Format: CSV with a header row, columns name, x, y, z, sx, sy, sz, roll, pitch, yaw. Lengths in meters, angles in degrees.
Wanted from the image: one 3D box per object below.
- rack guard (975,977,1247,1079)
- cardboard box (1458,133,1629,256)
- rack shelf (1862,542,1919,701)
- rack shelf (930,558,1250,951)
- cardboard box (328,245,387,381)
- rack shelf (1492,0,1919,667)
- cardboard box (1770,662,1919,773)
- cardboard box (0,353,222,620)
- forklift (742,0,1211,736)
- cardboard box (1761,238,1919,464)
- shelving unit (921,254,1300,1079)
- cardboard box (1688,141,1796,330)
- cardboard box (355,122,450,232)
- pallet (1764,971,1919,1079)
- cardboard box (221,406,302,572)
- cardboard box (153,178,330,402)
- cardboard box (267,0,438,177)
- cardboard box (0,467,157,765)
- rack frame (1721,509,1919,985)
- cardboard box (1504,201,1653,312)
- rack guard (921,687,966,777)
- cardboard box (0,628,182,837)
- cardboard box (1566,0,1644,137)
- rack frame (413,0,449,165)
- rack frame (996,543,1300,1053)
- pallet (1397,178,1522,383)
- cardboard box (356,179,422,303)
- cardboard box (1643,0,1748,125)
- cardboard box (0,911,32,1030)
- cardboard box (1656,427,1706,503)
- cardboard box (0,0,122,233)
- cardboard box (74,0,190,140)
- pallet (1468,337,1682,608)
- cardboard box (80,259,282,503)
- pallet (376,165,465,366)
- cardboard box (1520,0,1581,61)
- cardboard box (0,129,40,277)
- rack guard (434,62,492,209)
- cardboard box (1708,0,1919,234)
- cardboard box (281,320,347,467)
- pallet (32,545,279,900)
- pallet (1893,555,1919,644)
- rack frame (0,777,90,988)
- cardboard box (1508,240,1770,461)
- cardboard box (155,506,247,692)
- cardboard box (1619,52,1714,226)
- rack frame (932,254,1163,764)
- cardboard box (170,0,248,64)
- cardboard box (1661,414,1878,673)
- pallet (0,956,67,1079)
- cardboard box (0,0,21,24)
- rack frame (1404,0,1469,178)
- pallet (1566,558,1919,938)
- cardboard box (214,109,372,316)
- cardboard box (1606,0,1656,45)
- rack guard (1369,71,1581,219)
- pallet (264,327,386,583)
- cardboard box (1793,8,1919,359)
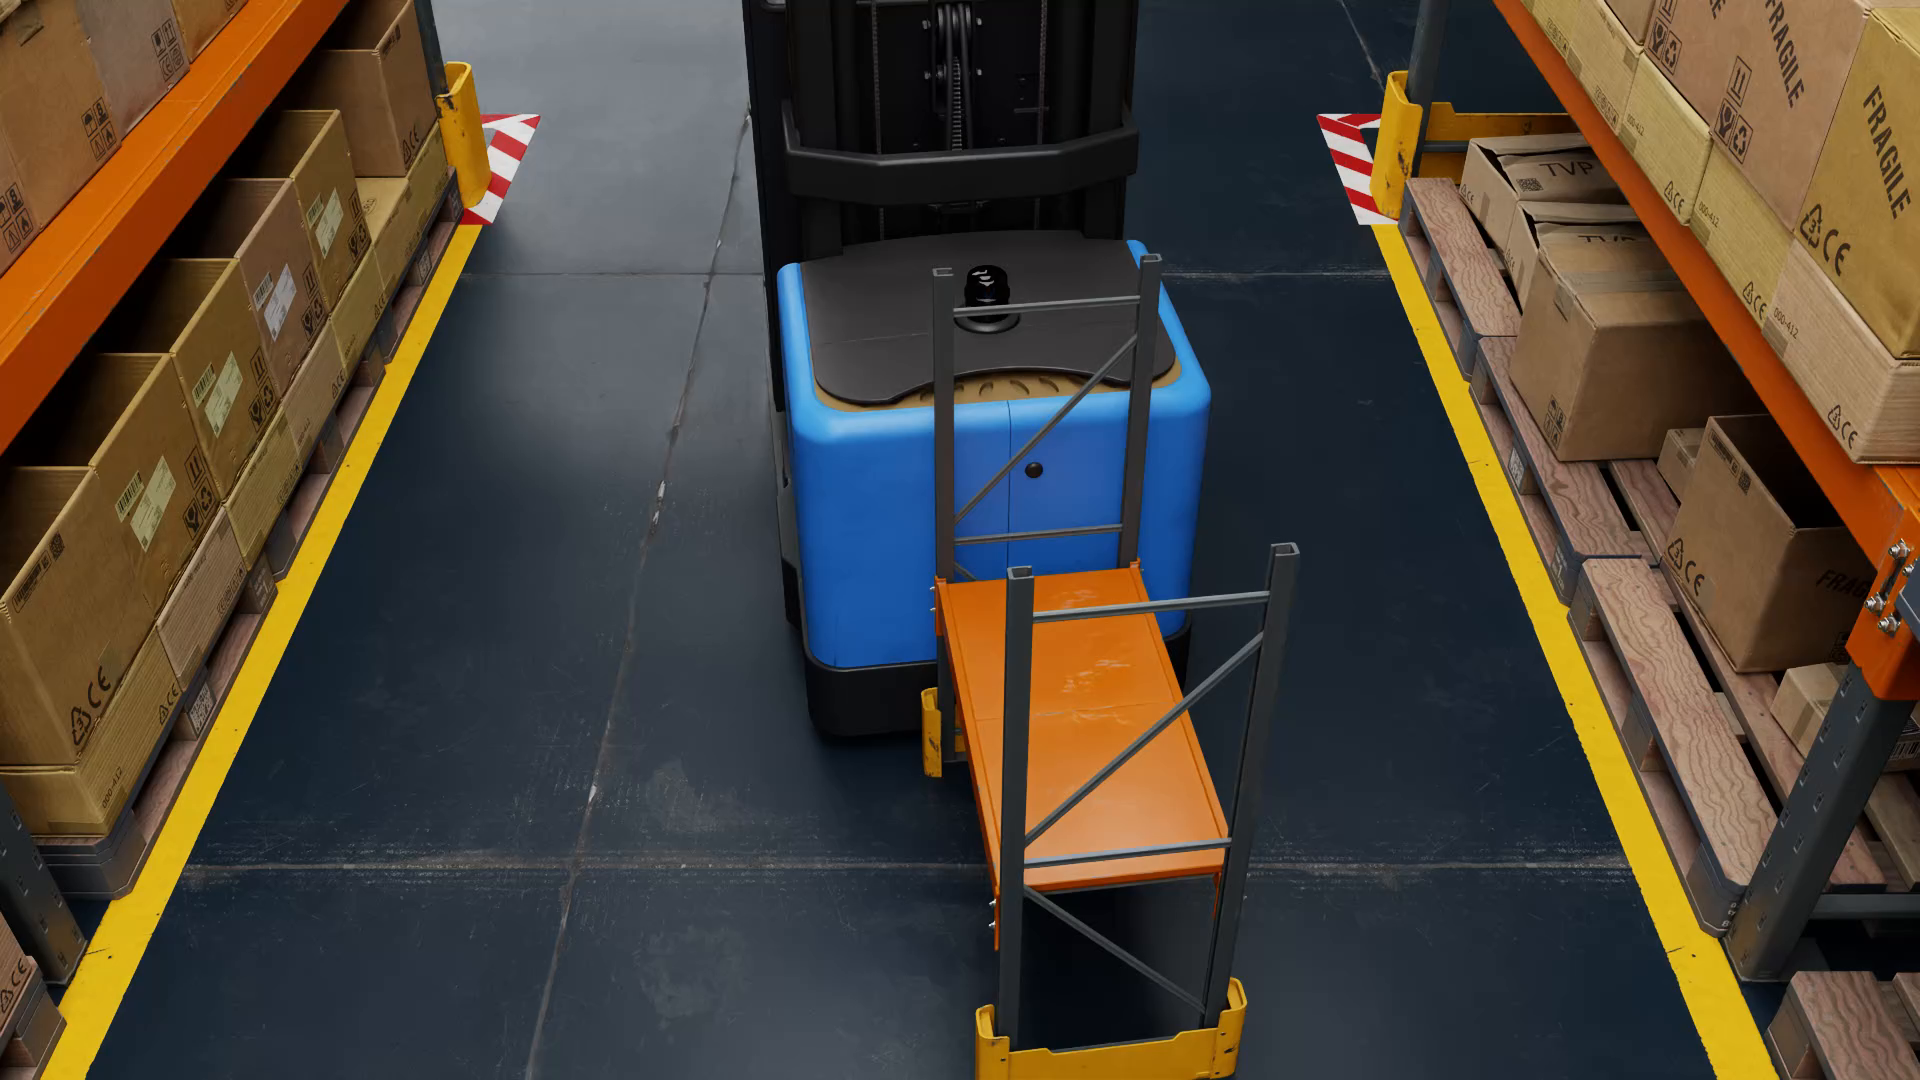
name,x,y,z,sx,sy,sz,roll,pitch,yaw
rack guard,0.328,1.107,3.669,0.587,0.250,0.087,-5,39,-6
cardboard box,2.252,-1.348,6.332,0.500,0.311,0.500,-4,39,-5
rack shelf,2.348,1.374,1.712,1.077,0.370,4.000,0,39,0
rack shelf,0.259,0.445,3.782,0.538,0.185,1.000,-5,39,-6
cardboard box,-2.302,-0.783,5.692,0.500,0.250,0.500,0,39,0
rack shelf,2.343,-1.127,4.833,1.077,0.370,4.000,0,39,0
cardboard box,2.315,0.442,4.213,0.380,0.166,0.250,-5,39,-6
cardboard box,-2.304,-0.138,4.287,0.500,0.500,0.500,0,39,0
forklift,-0.087,-1.533,4.820,1.130,2.935,3.031,-5,39,-6
cardboard box,2.042,-0.403,3.458,0.500,0.250,0.500,0,39,0
shelving unit,0.260,0.311,3.663,0.587,1.500,1.083,-5,39,-6
cardboard box,2.050,-0.714,3.846,0.500,0.250,0.500,0,39,0
cardboard box,-2.316,-1.409,6.472,0.500,0.250,0.500,0,39,0
pallet,2.348,1.418,3.312,1.003,0.211,1.213,0,39,0
cardboard box,-2.296,-0.158,4.911,0.500,0.250,0.500,0,39,0
cardboard box,-2.299,-0.763,5.067,0.500,0.500,0.500,0,39,0
cardboard box,-2.314,-1.701,6.237,0.500,0.500,0.500,0,39,0
cardboard box,-2.295,0.175,3.896,0.500,0.500,0.500,0,39,0
rack frame,2.346,-0.157,3.048,1.000,3.000,0.127,0,39,0
cardboard box,2.253,-0.992,5.887,0.500,0.311,0.500,3,39,4
rack guard,0.193,0.490,4.439,0.587,0.250,0.087,-5,39,-6
cardboard box,-2.305,0.468,4.131,0.500,0.250,0.500,0,39,0
cardboard box,2.032,-1.343,4.631,0.500,0.250,0.500,0,39,0
rack frame,-2.613,-2.653,6.162,1.000,3.000,0.127,0,39,0
rack frame,0.328,0.620,3.277,0.500,1.500,0.032,-5,39,-6
pallet,2.307,-1.015,6.348,1.003,0.211,1.213,0,39,0
cardboard box,-2.304,-1.096,6.082,0.500,0.250,0.500,0,39,0
cardboard box,2.040,-1.322,4.005,0.500,0.500,0.500,-1,39,-1
cardboard box,-2.318,1.017,3.445,0.500,0.250,0.500,0,39,0
cardboard box,2.364,-0.217,5.050,0.380,0.149,0.250,-3,39,-4
cardboard box,-2.619,-1.111,4.158,0.700,0.500,0.500,1,39,1
cardboard box,-2.620,-1.432,4.558,0.700,0.500,0.500,1,39,1
pallet,2.305,-0.254,5.398,1.003,0.211,1.213,0,39,0
cardboard box,-2.297,-0.450,4.677,0.500,0.500,0.500,0,39,0
pallet,-2.570,-1.086,6.437,1.003,0.211,1.213,0,39,0
cardboard box,2.034,-1.659,5.026,0.500,0.250,0.500,-1,39,-1
cardboard box,-2.622,-0.798,3.767,0.700,0.500,0.500,0,39,-1
rack guard,-2.613,-1.692,6.962,1.175,0.500,0.348,0,39,0
cardboard box,2.030,-1.007,3.612,0.500,0.500,0.500,0,39,0
cardboard box,-2.303,-0.470,5.301,0.500,0.250,0.500,0,39,0
pallet,-2.567,0.439,4.533,1.003,0.211,1.213,0,39,0
pallet,2.201,0.396,2.511,1.003,0.211,1.213,0,39,0
rack frame,-2.608,-0.151,3.040,1.000,3.000,0.127,0,39,0
cardboard box,2.203,-0.607,5.256,0.700,0.500,0.500,-2,39,-3
cardboard box,-2.301,0.155,4.521,0.500,0.250,0.500,0,39,0
cardboard box,2.034,-1.029,4.239,0.500,0.250,0.500,0,39,0
rack frame,0.190,-0.010,4.063,0.500,1.500,0.032,-5,39,-6
cardboard box,-2.625,-1.761,4.969,0.700,0.500,0.500,0,39,0
cardboard box,2.305,-0.003,4.502,0.500,0.500,0.500,-3,39,-3
pallet,-2.568,1.397,3.337,1.003,0.211,1.213,0,39,0
cardboard box,-2.417,-1.251,3.813,0.380,0.149,0.250,-1,39,-2
rack frame,2.341,-2.659,6.169,1.000,3.000,0.127,0,39,0
pallet,2.310,0.511,4.444,1.003,0.211,1.213,0,39,0
cardboard box,-2.299,-1.076,5.457,0.500,0.500,0.500,0,39,0
cardboard box,2.039,-1.647,4.411,0.500,0.500,0.500,1,39,1
rack guard,2.341,-1.636,6.891,1.175,0.500,0.348,0,39,0
pallet,-2.571,-0.325,5.487,1.003,0.211,1.213,0,39,0
cardboard box,2.036,-0.695,3.222,0.500,0.500,0.500,0,39,0
